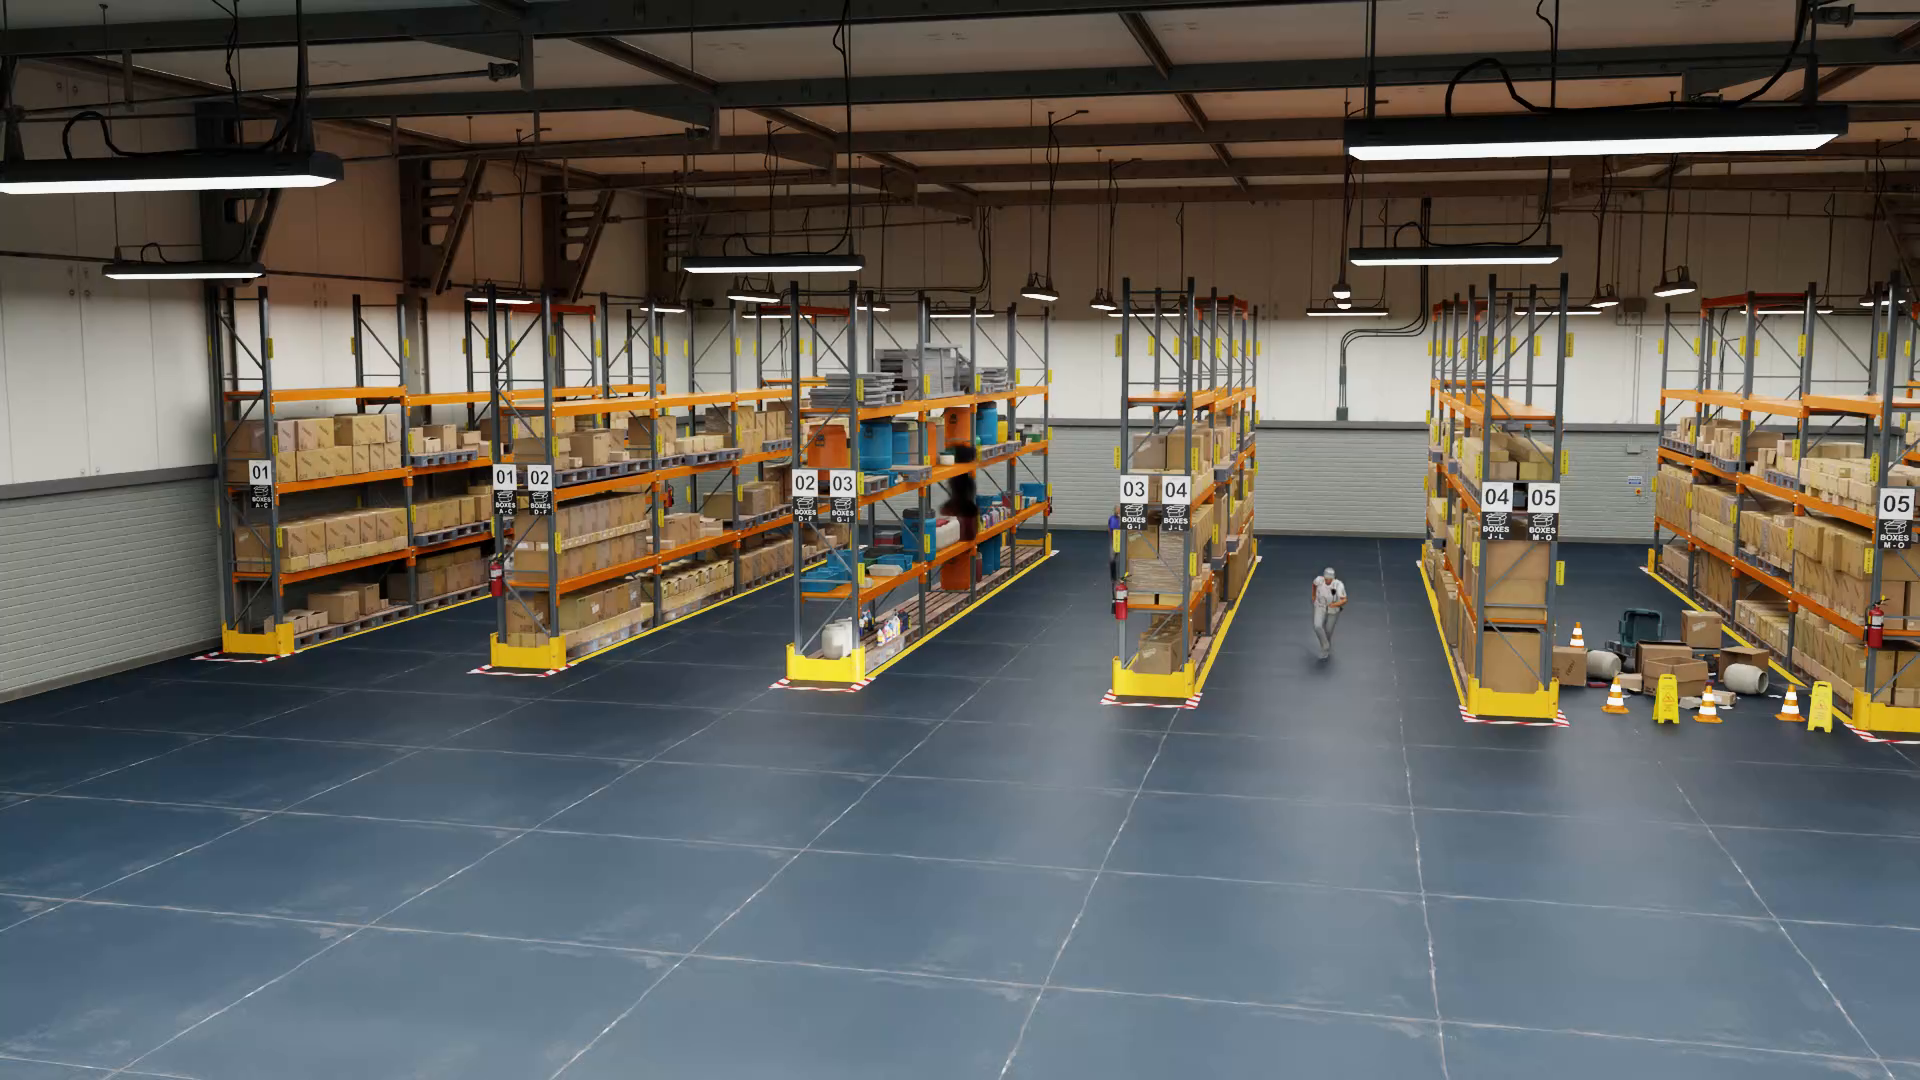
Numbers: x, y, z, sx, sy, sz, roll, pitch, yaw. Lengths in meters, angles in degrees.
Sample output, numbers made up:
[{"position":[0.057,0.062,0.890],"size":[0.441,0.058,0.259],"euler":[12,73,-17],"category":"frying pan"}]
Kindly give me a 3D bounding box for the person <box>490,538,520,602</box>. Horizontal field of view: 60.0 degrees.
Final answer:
[{"position":[-7.997,0.808,29.349],"size":[0.664,1.741,0.774],"euler":[0,7,-3],"category":"person"}]

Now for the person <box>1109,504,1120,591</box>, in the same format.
[{"position":[3.157,0.140,32.965],"size":[0.503,1.718,0.767],"euler":[2,7,15],"category":"person"}]

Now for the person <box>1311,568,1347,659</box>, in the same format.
[{"position":[6.007,1.145,27.088],"size":[0.604,1.492,1.061],"euler":[2,7,16],"category":"person"}]
